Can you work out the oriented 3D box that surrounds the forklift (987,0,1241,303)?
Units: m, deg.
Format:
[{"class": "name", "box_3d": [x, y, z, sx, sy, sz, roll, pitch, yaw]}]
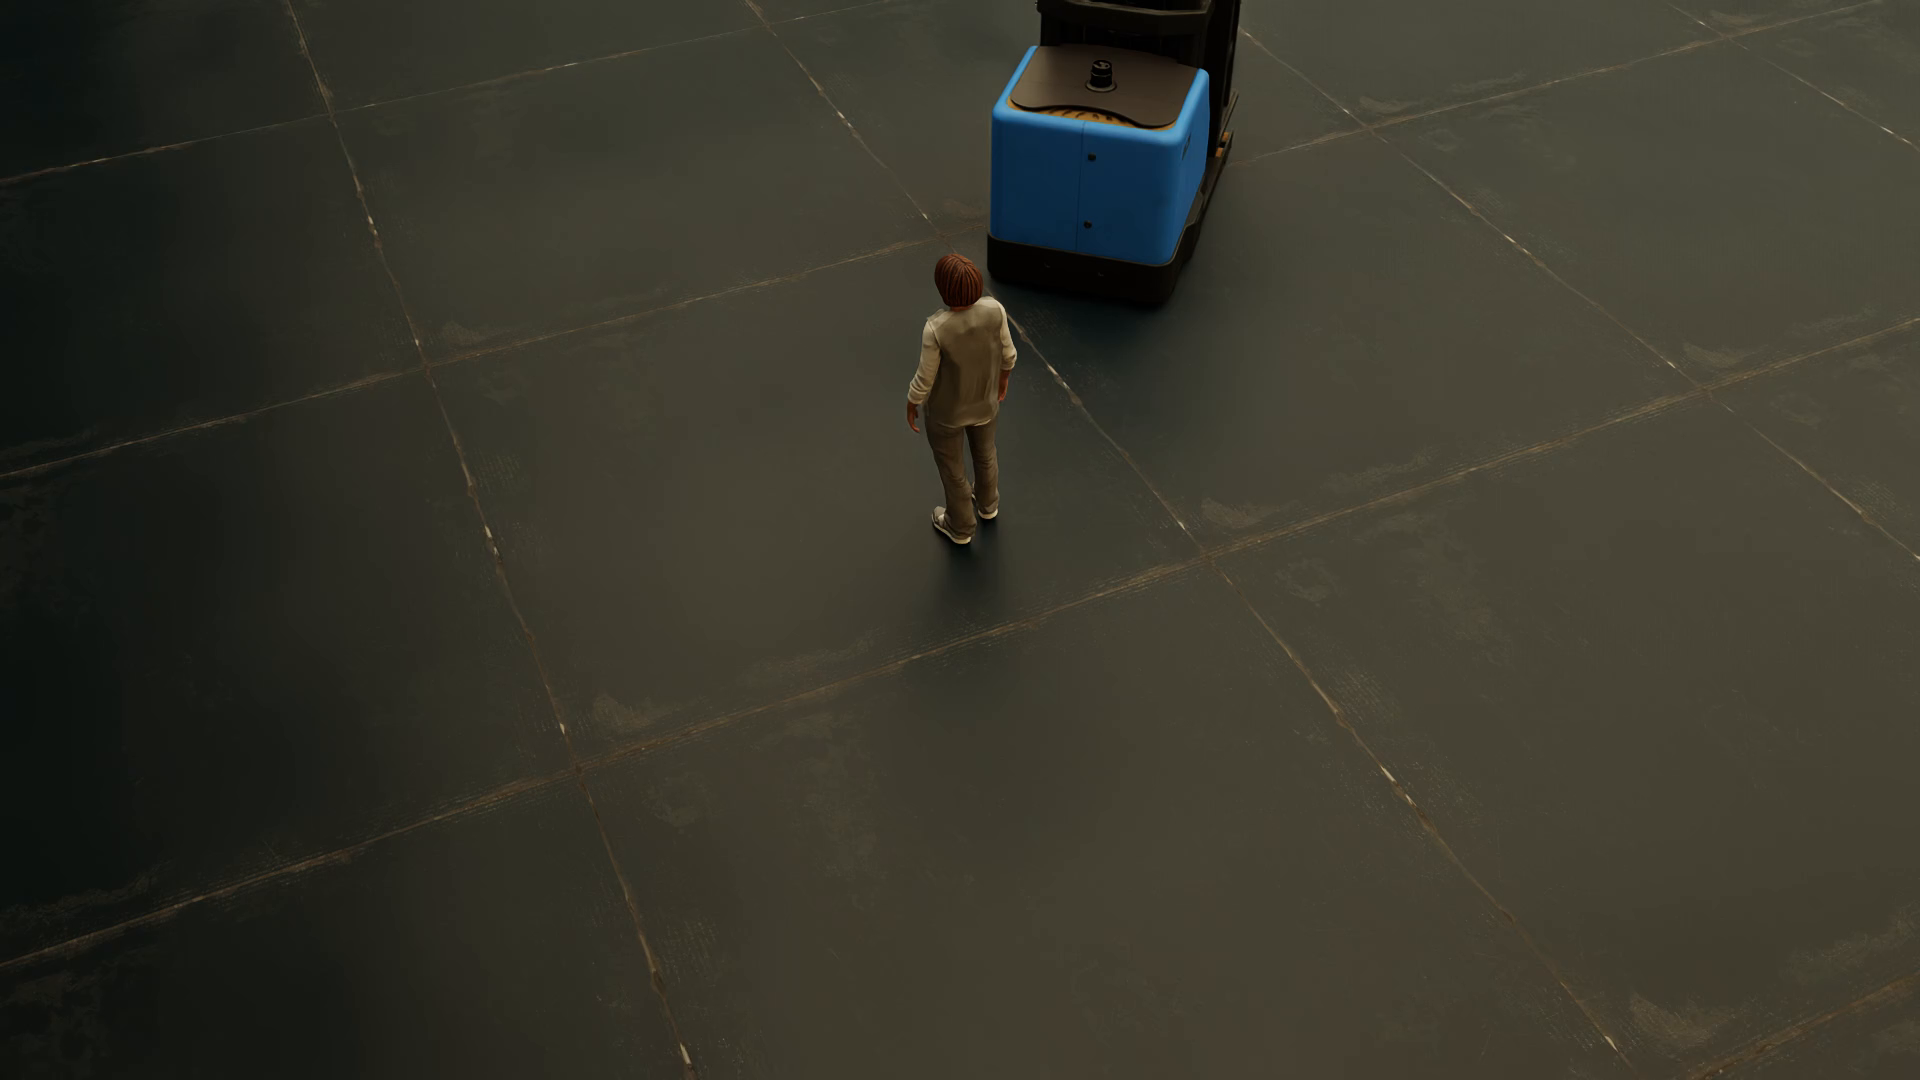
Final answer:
[{"class": "forklift", "box_3d": [1.070, -3.392, 9.315, 1.130, 2.935, 3.031, 12, 44, 12]}]

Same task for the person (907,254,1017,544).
[{"class": "person", "box_3d": [-0.018, -0.639, 7.332, 0.521, 1.596, 0.475, -18, 46, -18]}]
